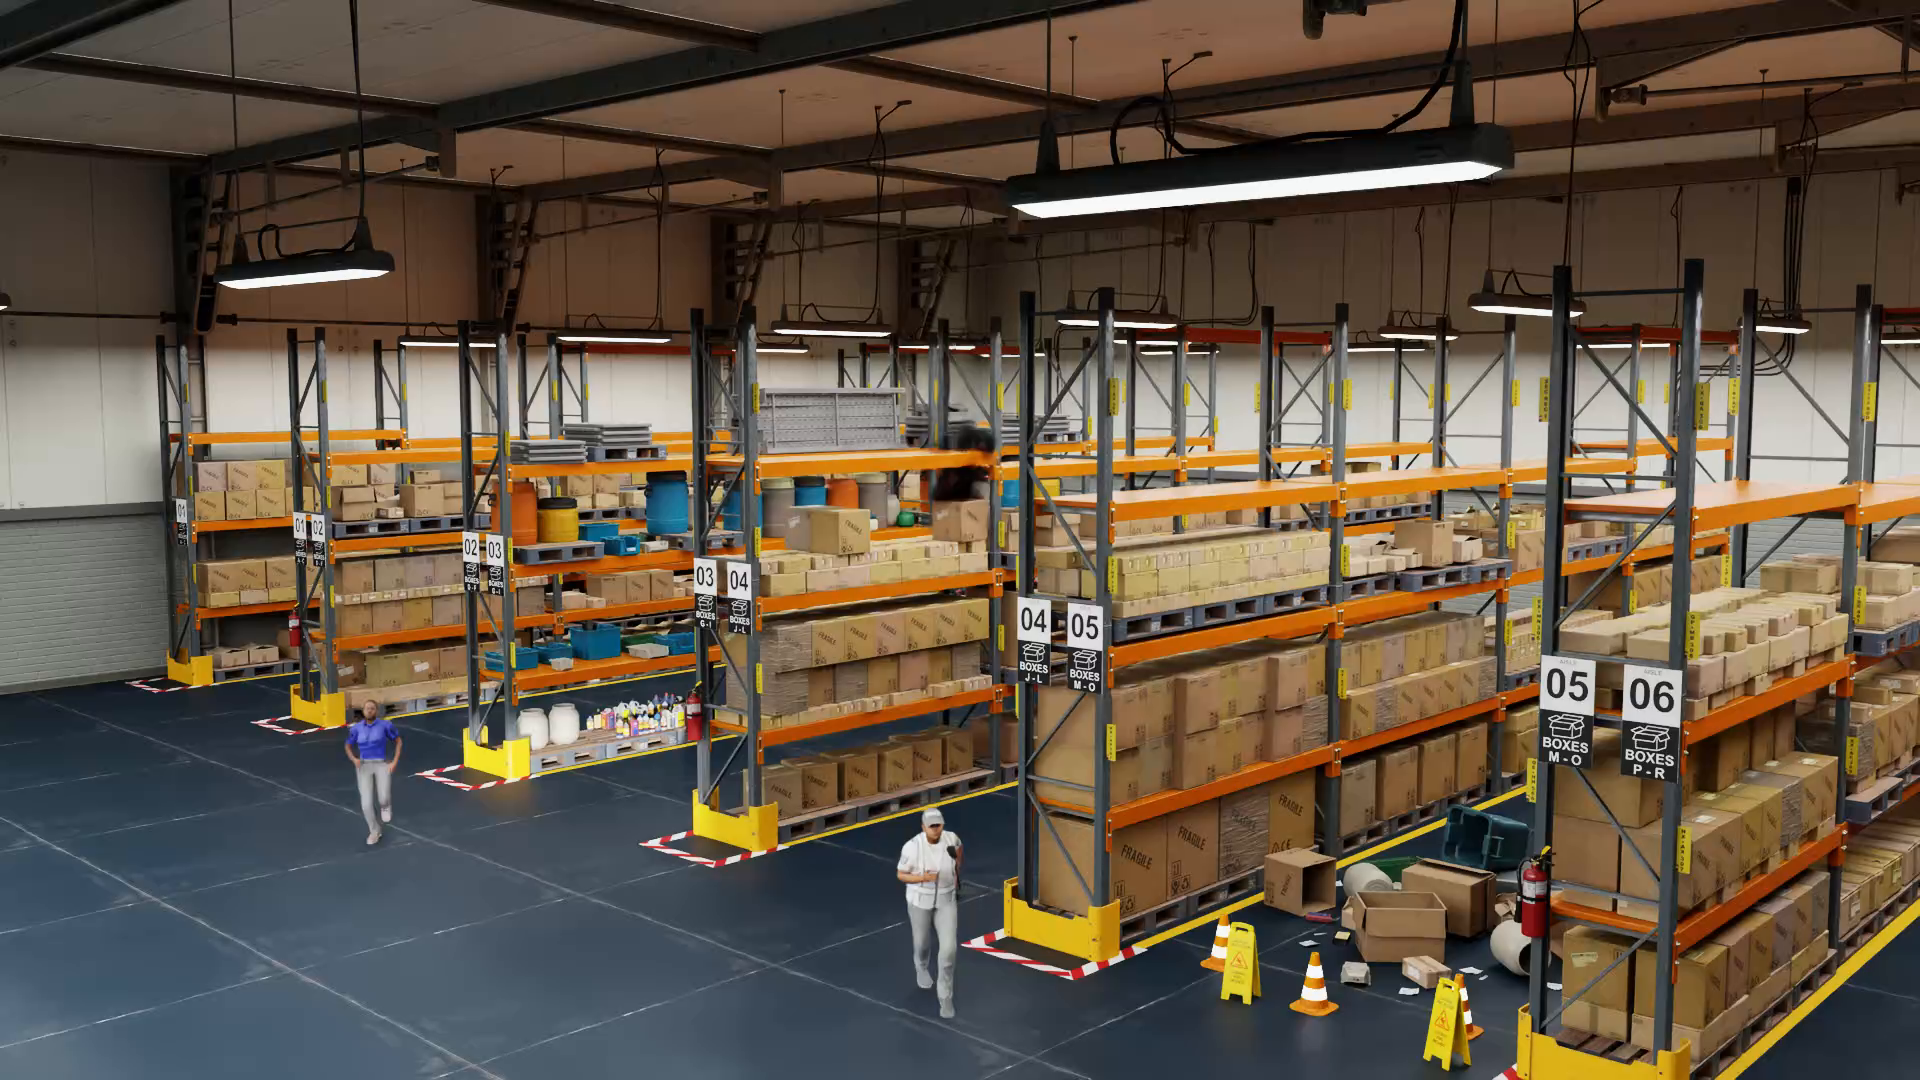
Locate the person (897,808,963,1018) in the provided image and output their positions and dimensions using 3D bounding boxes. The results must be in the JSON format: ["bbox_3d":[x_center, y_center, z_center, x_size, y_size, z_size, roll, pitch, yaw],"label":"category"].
[{"bbox_3d":[-0.244,3.059,13.872,0.591,1.742,0.839,-1,5,-9],"label":"person"}]

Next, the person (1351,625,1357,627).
[{"bbox_3d":[5.728,2.069,24.078,0.583,1.696,0.856,4,7,37],"label":"person"}]

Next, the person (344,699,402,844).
[{"bbox_3d":[-6.650,2.608,18.856,0.618,1.615,0.521,-2,6,-16],"label":"person"}]
